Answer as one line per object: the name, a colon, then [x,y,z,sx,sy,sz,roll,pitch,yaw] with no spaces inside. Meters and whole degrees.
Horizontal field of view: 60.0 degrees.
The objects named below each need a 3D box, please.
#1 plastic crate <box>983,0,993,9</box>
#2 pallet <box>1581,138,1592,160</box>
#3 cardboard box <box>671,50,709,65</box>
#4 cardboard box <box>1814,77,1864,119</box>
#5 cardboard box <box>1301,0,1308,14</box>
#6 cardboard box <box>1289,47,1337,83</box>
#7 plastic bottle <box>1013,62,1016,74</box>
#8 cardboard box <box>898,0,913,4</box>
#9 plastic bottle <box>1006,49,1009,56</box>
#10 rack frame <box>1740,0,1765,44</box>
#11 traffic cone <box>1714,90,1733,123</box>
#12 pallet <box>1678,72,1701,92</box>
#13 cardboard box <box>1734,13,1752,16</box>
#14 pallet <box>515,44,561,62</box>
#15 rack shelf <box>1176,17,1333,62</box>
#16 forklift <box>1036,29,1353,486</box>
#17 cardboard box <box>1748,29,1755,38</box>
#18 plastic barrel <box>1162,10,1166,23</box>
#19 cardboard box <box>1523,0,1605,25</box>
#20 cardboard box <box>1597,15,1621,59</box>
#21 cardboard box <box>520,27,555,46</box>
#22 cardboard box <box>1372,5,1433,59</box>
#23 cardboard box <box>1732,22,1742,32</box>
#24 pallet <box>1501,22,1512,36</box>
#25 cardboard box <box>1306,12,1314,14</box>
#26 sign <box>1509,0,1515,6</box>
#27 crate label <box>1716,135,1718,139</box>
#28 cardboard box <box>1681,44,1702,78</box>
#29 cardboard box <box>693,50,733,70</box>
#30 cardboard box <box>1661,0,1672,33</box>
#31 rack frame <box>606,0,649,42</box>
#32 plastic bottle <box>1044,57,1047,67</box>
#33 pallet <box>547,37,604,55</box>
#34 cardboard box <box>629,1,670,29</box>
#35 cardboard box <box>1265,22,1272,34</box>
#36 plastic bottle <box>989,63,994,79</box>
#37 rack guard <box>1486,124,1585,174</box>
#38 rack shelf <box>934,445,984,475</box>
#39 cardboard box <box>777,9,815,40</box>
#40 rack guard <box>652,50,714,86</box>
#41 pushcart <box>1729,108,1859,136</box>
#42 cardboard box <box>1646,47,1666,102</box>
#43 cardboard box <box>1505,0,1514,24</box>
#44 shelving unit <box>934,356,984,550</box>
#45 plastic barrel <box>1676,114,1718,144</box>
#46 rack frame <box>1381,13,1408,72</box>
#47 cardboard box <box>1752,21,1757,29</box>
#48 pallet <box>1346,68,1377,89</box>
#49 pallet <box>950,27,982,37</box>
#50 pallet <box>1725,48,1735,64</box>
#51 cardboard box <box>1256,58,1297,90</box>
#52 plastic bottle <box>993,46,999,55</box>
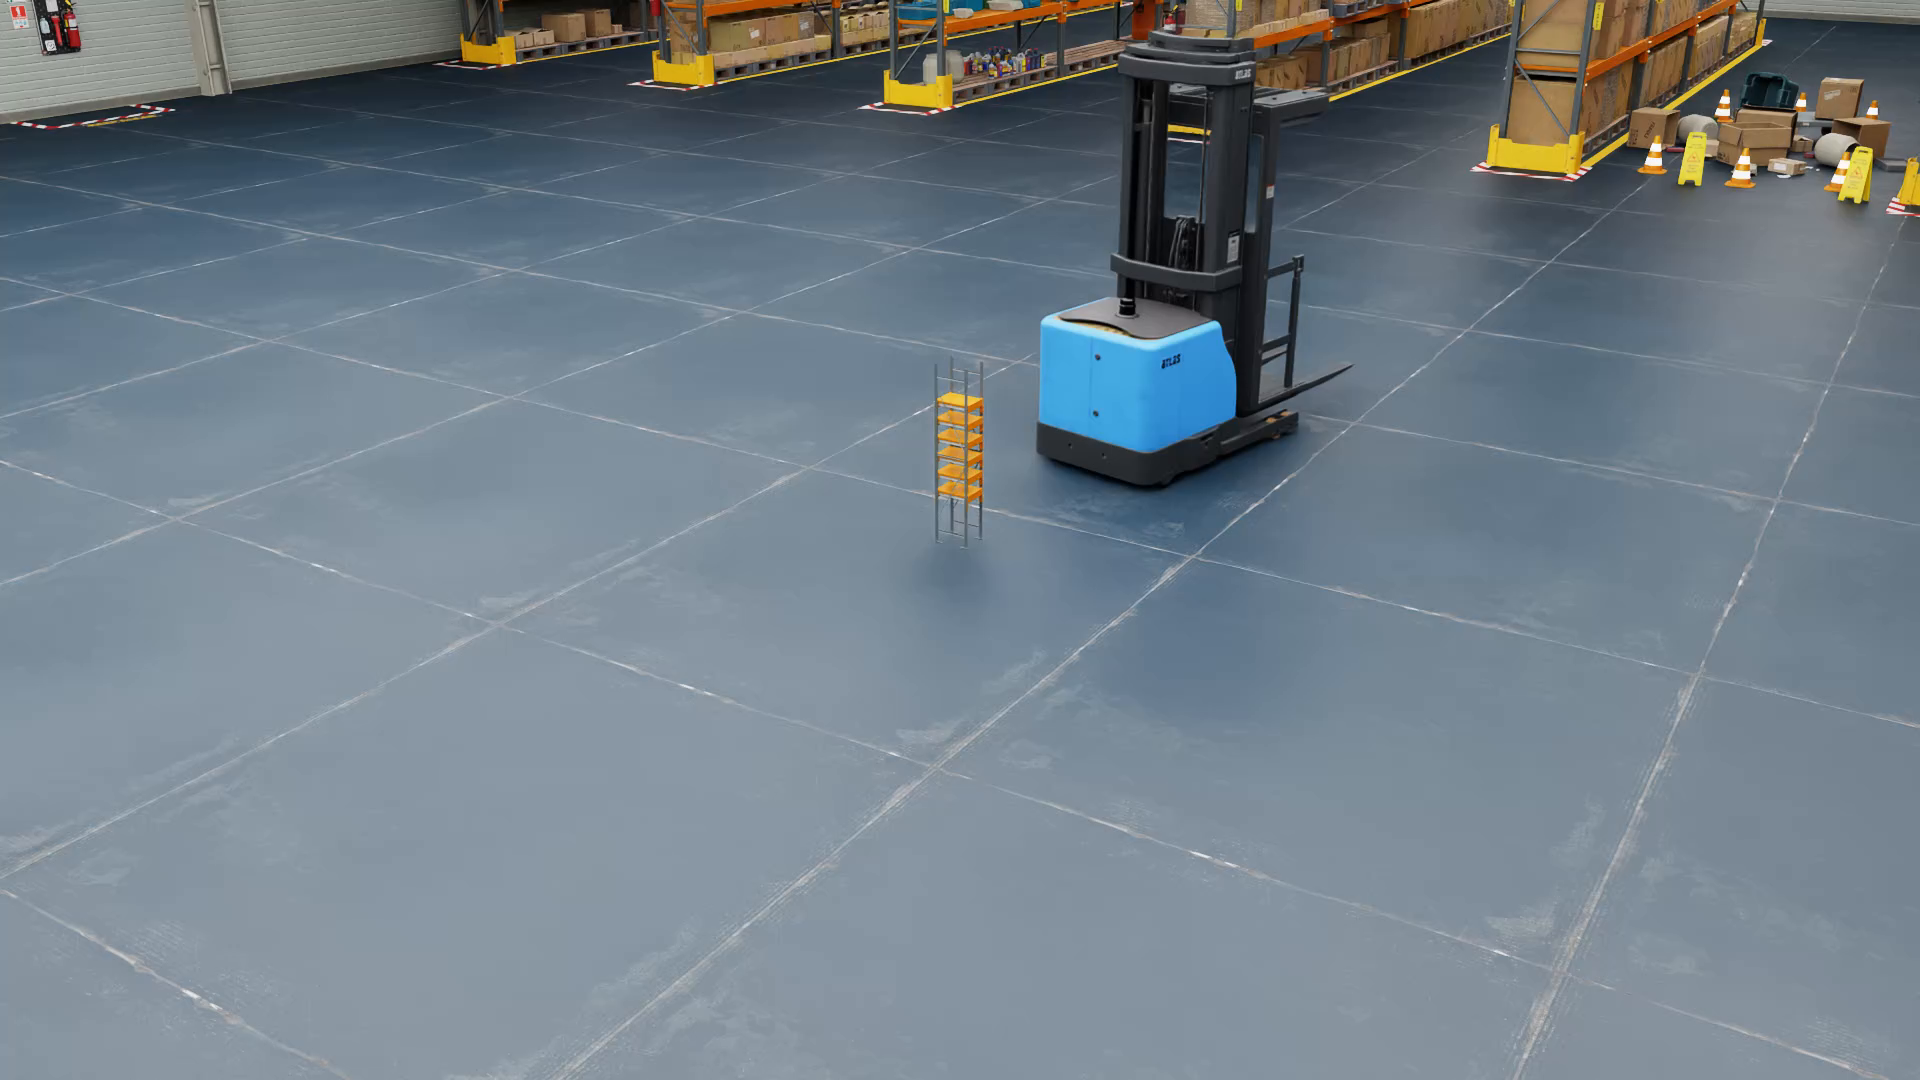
plastic crate: [0.469,-9.341,28.819,0.450,0.188,0.662,14,27,29]
pallet: [8.039,-5.382,22.917,1.003,0.211,1.213,14,27,29]
cardboard box: [-4.859,-8.700,30.004,0.500,0.250,0.500,14,27,29]
cardboard box: [12.524,-6.286,23.688,0.500,0.500,0.500,14,27,29]
cardboard box: [5.049,-8.681,26.528,0.875,0.500,0.500,14,27,29]
cardboard box: [5.975,-8.057,28.178,0.700,0.500,0.500,12,26,25]
plastic bottle: [0.931,-8.204,28.893,0.097,0.201,0.097,0,23,0]
cardboard box: [-1.197,-11.300,35.303,0.500,0.311,0.500,15,28,31]
plastic bottle: [0.828,-8.640,29.798,0.061,0.283,0.133,14,27,29]
rack frame: [16.123,-11.776,34.176,1.000,3.000,0.127,14,27,29]
traffic cone: [11.784,-6.698,25.639,0.336,0.463,0.334,14,27,29]
pallet: [12.317,-8.060,29.102,1.003,0.211,1.213,14,27,29]
cardboard box: [15.878,-10.629,33.838,0.380,0.149,0.250,14,27,30]
pallet: [-8.603,-9.576,32.605,1.003,0.211,1.213,14,27,29]
rack shelf: [4.578,-7.794,25.884,1.077,0.370,4.000,14,27,29]
forklift: [1.922,-2.220,12.188,1.130,2.935,3.031,20,31,39]
cardboard box: [15.973,-10.331,33.898,0.380,0.149,0.250,15,27,31]
plastic barrel: [4.001,-10.616,34.101,0.421,0.512,0.421,0,23,0]
cardboard box: [7.912,-7.057,21.728,0.875,0.550,0.550,14,27,29]
cardboard box: [8.514,-6.932,22.799,0.875,0.550,0.550,14,27,29]
cardboard box: [-8.359,-9.938,32.762,0.500,0.311,0.500,16,28,33]
cardboard box: [8.125,-9.596,31.286,1.225,0.875,0.875,12,26,27]
cardboard box: [14.980,-9.994,32.371,0.380,0.149,0.250,15,27,30]
pallet: [11.608,-11.283,36.549,1.003,0.211,1.213,14,27,29]
cardboard box: [5.446,-8.396,26.684,0.380,0.149,0.250,14,27,29]
sign: [7.230,-7.134,21.699,0.100,0.325,0.005,14,27,29]
crate label: [10.802,-5.851,24.092,0.298,0.136,0.250,-3,24,-7]
cardboard box: [12.493,-8.307,28.780,0.500,0.500,0.500,13,26,27]
cardboard box: [-4.419,-8.592,29.754,0.500,0.250,0.500,14,27,29]
cardboard box: [10.565,-8.063,25.475,0.500,0.500,0.500,14,27,29]
rack frame: [-6.992,-11.913,34.494,1.000,3.000,0.127,14,27,29]
plastic bottle: [1.498,-8.567,29.733,0.097,0.201,0.097,0,23,0]
pallet: [-7.958,-9.986,33.552,1.003,0.211,1.213,14,27,29]
cardboard box: [-6.617,-11.220,35.485,0.700,0.500,0.500,15,28,31]
cardboard box: [4.530,-7.804,25.316,0.380,0.149,0.250,14,27,29]
plastic bottle: [0.536,-7.984,28.297,0.097,0.271,0.097,0,23,0]
rack guard: [7.671,-5.221,22.180,1.175,0.500,0.348,14,27,29]
rack shelf: [-0.008,-0.505,10.518,0.258,0.103,0.180,14,27,29]
cardboard box: [-3.114,-9.783,31.561,0.500,0.500,0.500,14,27,29]
rack guard: [-4.904,-8.371,29.458,1.175,0.500,0.348,14,27,29]
pushcart: [12.089,-5.980,24.089,1.648,0.377,0.936,5,24,11]
cardboard box: [10.557,-7.439,26.462,1.050,0.750,0.750,14,27,29]
cardboard box: [11.693,-11.834,36.457,0.875,0.875,0.875,14,27,29]
shelving unit: [-0.008,-0.546,10.500,0.258,1.200,0.189,14,27,29]
plastic barrel: [10.498,-5.839,23.705,0.421,0.421,0.512,-7,24,-17]
rack frame: [7.743,-10.149,30.419,1.000,3.000,0.127,14,27,29]
cardboard box: [16.087,-10.559,34.051,0.380,0.149,0.250,13,27,28]
pallet: [6.685,-8.196,29.417,1.003,0.211,1.213,14,27,29]
pallet: [-0.245,-11.191,36.335,1.003,0.211,1.213,14,27,29]
pallet: [14.338,-9.380,32.153,1.003,0.211,1.213,14,27,29]
cardboard box: [5.092,-7.523,26.971,0.500,0.500,0.500,-18,29,-36]
plastic bottle: [0.647,-8.638,29.709,0.144,0.351,0.185,15,27,30]
